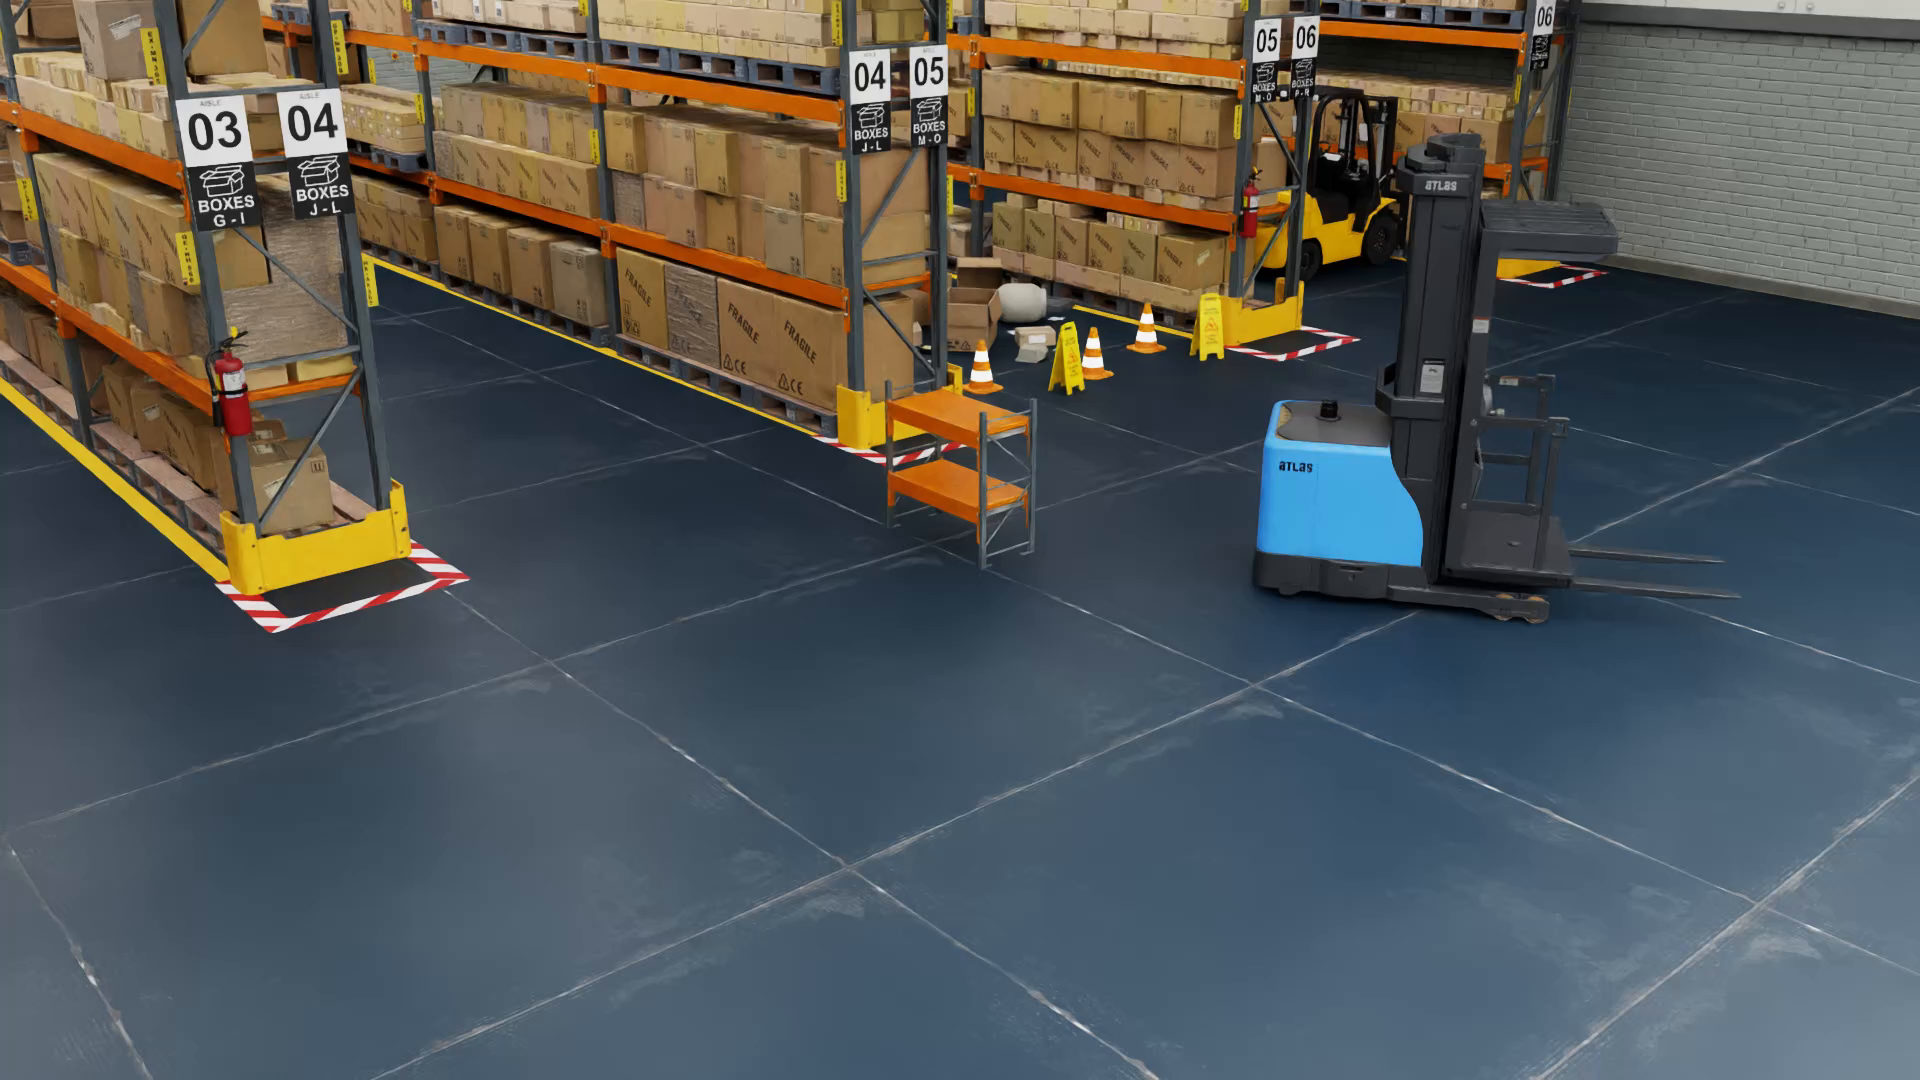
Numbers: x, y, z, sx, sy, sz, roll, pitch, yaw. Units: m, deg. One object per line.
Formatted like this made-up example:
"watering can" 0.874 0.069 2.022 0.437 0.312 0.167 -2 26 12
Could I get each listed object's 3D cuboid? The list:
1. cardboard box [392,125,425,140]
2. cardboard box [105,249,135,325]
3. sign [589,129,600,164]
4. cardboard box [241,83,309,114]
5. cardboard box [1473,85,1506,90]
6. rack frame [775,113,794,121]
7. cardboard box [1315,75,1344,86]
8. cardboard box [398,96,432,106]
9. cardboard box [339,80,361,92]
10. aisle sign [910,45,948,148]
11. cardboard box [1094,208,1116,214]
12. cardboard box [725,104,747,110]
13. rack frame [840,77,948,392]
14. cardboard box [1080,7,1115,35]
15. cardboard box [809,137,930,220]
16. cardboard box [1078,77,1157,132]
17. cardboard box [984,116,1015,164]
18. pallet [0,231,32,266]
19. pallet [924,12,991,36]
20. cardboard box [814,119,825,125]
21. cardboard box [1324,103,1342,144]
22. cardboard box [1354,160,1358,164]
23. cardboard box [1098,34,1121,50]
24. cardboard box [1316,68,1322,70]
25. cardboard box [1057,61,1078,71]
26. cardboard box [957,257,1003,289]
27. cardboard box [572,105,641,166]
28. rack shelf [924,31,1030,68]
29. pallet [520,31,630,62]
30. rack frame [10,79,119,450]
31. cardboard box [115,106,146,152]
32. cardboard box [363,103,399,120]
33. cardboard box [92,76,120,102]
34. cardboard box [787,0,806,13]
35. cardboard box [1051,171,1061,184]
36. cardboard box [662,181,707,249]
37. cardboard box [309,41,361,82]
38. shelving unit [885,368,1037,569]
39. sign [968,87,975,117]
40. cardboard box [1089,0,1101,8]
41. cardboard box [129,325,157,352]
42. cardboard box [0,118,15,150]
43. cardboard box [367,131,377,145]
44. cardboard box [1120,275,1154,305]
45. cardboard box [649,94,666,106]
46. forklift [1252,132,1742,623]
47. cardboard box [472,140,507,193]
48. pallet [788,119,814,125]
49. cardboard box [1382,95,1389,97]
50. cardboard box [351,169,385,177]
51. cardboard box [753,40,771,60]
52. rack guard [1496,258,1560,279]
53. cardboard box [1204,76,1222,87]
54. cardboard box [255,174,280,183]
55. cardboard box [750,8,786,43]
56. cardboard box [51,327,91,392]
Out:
"cardboard box" -6.413 -4.791 19.463 0.380 0.149 0.250 -17 27 -36
"cardboard box" -5.714 -1.925 12.240 0.875 0.500 0.500 -17 27 -37
"sign" -3.540 -3.811 16.121 0.100 0.325 0.005 -17 27 -37
"cardboard box" -4.352 -2.826 10.632 0.380 0.149 0.250 -18 27 -38
"cardboard box" 6.532 -5.505 20.491 0.380 0.149 0.250 -17 27 -36
"rack frame" -2.062 -5.752 22.556 1.000 3.000 0.127 -17 27 -37
"cardboard box" 4.793 -5.943 21.610 0.380 0.149 0.250 -17 27 -36
"cardboard box" -6.760 -5.438 20.707 0.380 0.149 0.250 -16 27 -36
"cardboard box" -8.489 -6.032 22.728 0.500 0.500 0.500 -18 28 -38
"aisle sign" -0.250 -3.597 13.491 0.394 0.787 0.004 -17 27 -37
"cardboard box" 1.806 -3.531 19.051 0.500 0.500 0.500 -16 26 -35
"cardboard box" -2.908 -6.129 23.039 0.500 0.250 0.500 -18 28 -39
"rack frame" -0.524 -2.335 13.833 1.000 3.000 0.127 -17 27 -37
"cardboard box" 1.621 -5.505 17.610 0.500 0.250 0.500 -17 27 -37
"cardboard box" -0.737 -3.020 13.894 0.875 0.550 0.550 -17 27 -37
"cardboard box" 1.705 -4.710 17.981 0.700 0.500 0.500 -18 27 -38
"cardboard box" 0.625 -4.644 19.182 0.500 0.500 0.500 -18 27 -38
"pallet" -8.246 -2.766 15.196 1.003 0.211 1.213 -17 27 -37
"pallet" 0.227 -6.152 19.722 1.213 0.211 1.003 -17 27 -37
"cardboard box" -1.688 -5.524 21.742 0.380 0.149 0.250 -20 29 -41
"cardboard box" 5.083 -5.411 21.550 0.500 0.500 0.500 -18 28 -38
"cardboard box" 5.117 -4.984 22.419 0.500 0.250 0.500 -18 28 -38
"cardboard box" 1.679 -5.267 17.550 0.380 0.149 0.250 -18 28 -38
"cardboard box" 4.744 -6.300 22.522 0.380 0.149 0.250 -17 27 -37
"cardboard box" 1.681 -7.125 25.035 0.380 0.149 0.250 -16 27 -36
"cardboard box" 0.218 -2.864 18.607 0.500 0.500 0.500 0 21 -1
"cardboard box" -3.464 -4.088 16.801 0.700 0.500 0.500 -18 28 -38
"rack shelf" -0.756 -6.261 20.729 1.077 0.370 4.000 -17 27 -37
"pallet" -3.771 -4.989 16.759 0.805 0.209 1.217 -19 28 -39
"rack frame" -6.959 -2.287 13.711 1.000 3.000 0.127 -17 27 -37
"cardboard box" -5.183 -2.719 10.906 0.500 0.250 0.500 -17 27 -37
"cardboard box" -6.924 -5.142 19.953 0.380 0.149 0.250 -16 27 -36
"cardboard box" -5.609 -3.058 11.226 0.380 0.149 0.250 -19 28 -40
"cardboard box" -1.163 -4.310 13.300 0.380 0.149 0.250 -17 27 -37
"cardboard box" 1.245 -4.100 18.683 0.380 0.149 0.250 -18 27 -38
"cardboard box" -2.246 -3.087 15.548 0.875 0.550 0.550 -17 27 -37
"cardboard box" -8.467 -6.484 22.509 0.500 0.500 0.500 -17 27 -36
"shelving unit" -0.004 -0.526 11.784 0.538 1.125 1.048 -17 27 -37
"sign" 0.131 -5.053 19.184 0.100 0.325 0.005 -17 27 -37
"cardboard box" 1.585 -5.723 17.621 0.380 0.149 0.250 -17 27 -36
"cardboard box" -5.749 -1.484 12.005 0.380 0.149 0.250 -17 27 -37
"cardboard box" -10.034 -4.112 16.857 0.797 0.503 0.637 -16 27 -36
"cardboard box" -6.905 -4.861 20.050 0.380 0.149 0.250 -18 28 -38
"cardboard box" 2.096 -2.761 18.115 0.500 0.250 0.500 -17 27 -37
"cardboard box" -4.247 -6.460 24.570 0.500 0.250 0.500 -18 28 -39
"forklift" 3.524 -1.047 10.637 3.031 2.935 1.130 5 22 13
"cardboard box" -4.995 -4.124 18.264 0.500 0.500 0.500 -17 27 -37
"pallet" -1.516 -5.491 22.153 1.213 0.211 1.003 -17 27 -37
"cardboard box" 5.529 -5.541 20.991 0.380 0.149 0.250 -18 27 -38
"cardboard box" -7.725 -4.618 21.484 0.500 0.250 0.500 -17 27 -36
"cardboard box" -1.494 -4.079 13.803 0.380 0.149 0.250 -17 27 -37
"rack guard" 6.934 -3.554 20.371 1.175 0.500 0.348 -17 27 -37
"cardboard box" 3.614 -6.367 23.099 0.380 0.149 0.250 -17 27 -37
"cardboard box" -5.149 -2.327 11.897 0.500 0.500 0.500 -17 27 -37
"cardboard box" -1.381 -4.250 13.693 0.500 0.250 0.500 -17 27 -37
"cardboard box" -7.640 -1.639 14.881 0.700 0.500 0.500 -18 27 -38
